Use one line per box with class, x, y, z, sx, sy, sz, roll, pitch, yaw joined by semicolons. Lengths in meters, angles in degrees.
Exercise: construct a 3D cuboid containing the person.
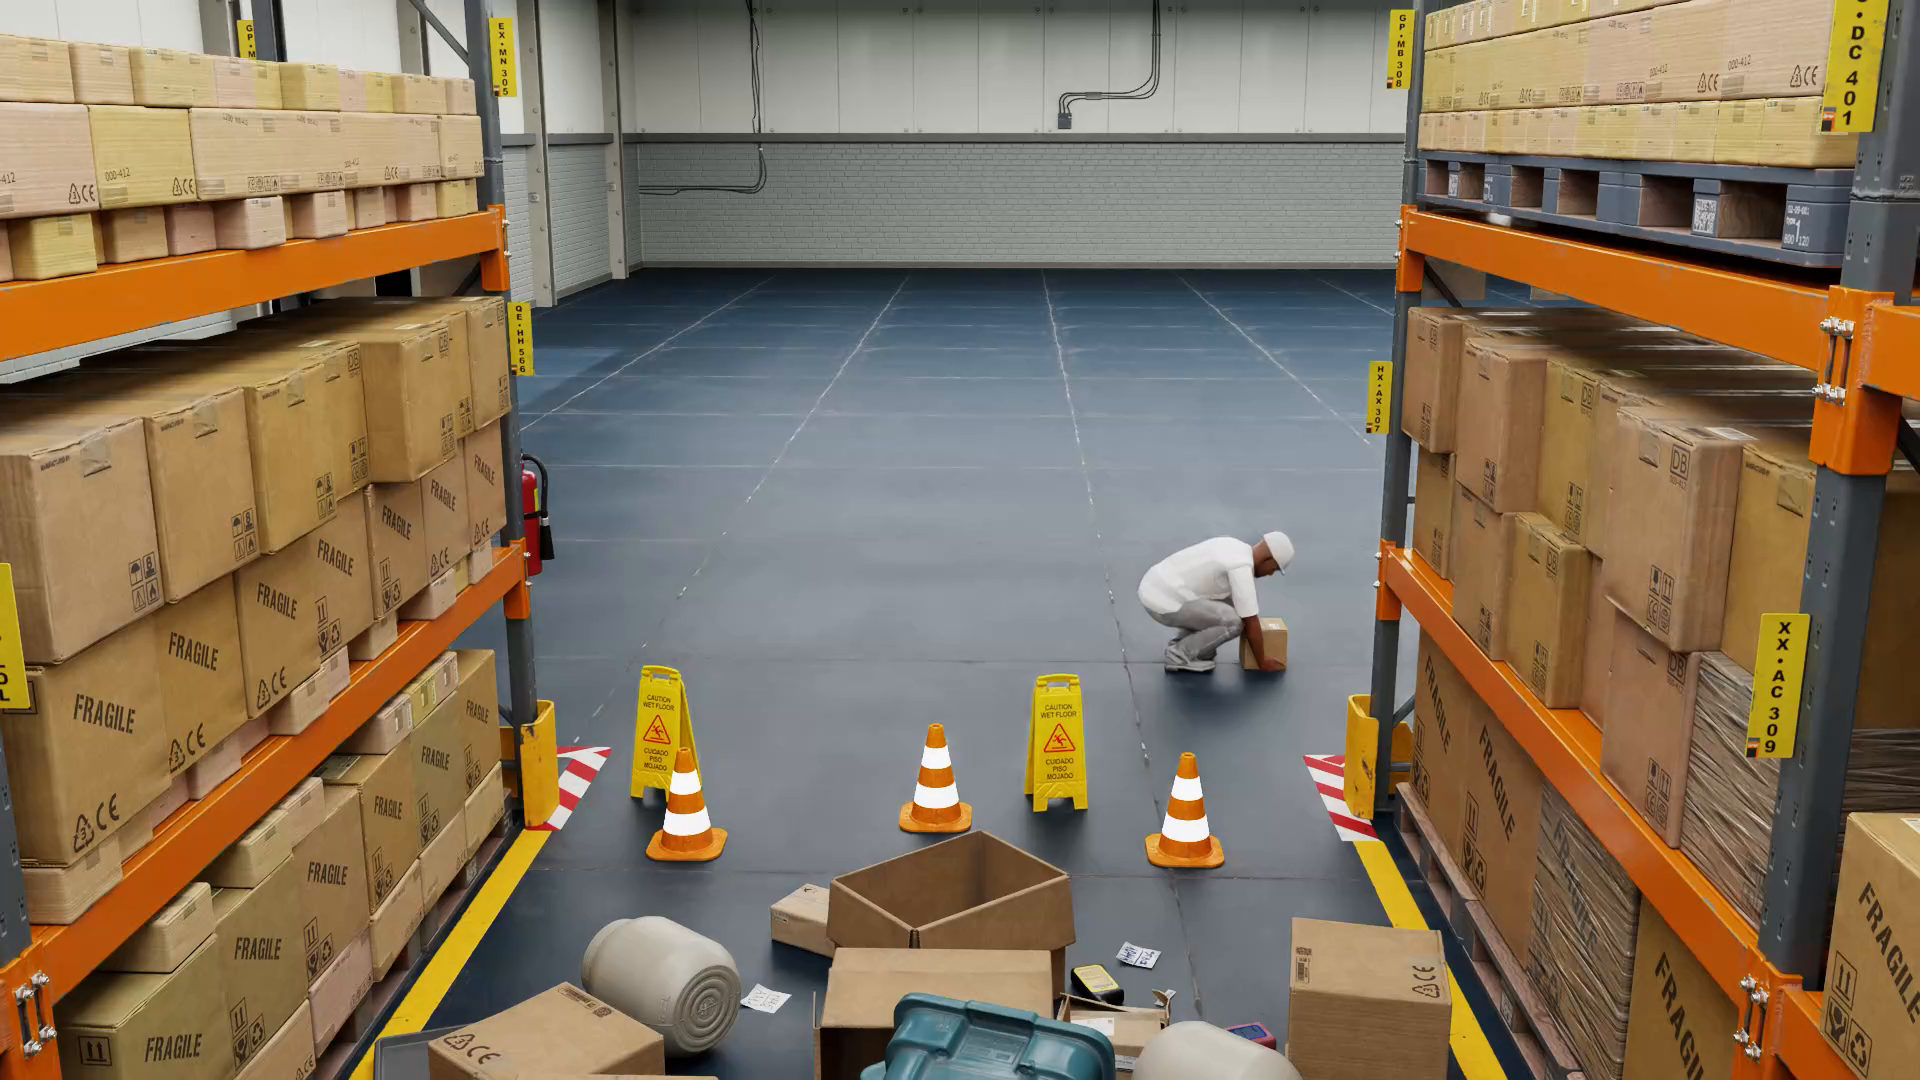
person;1.539;0.395;10.040;0.928;0.898;0.546;0;14;1
